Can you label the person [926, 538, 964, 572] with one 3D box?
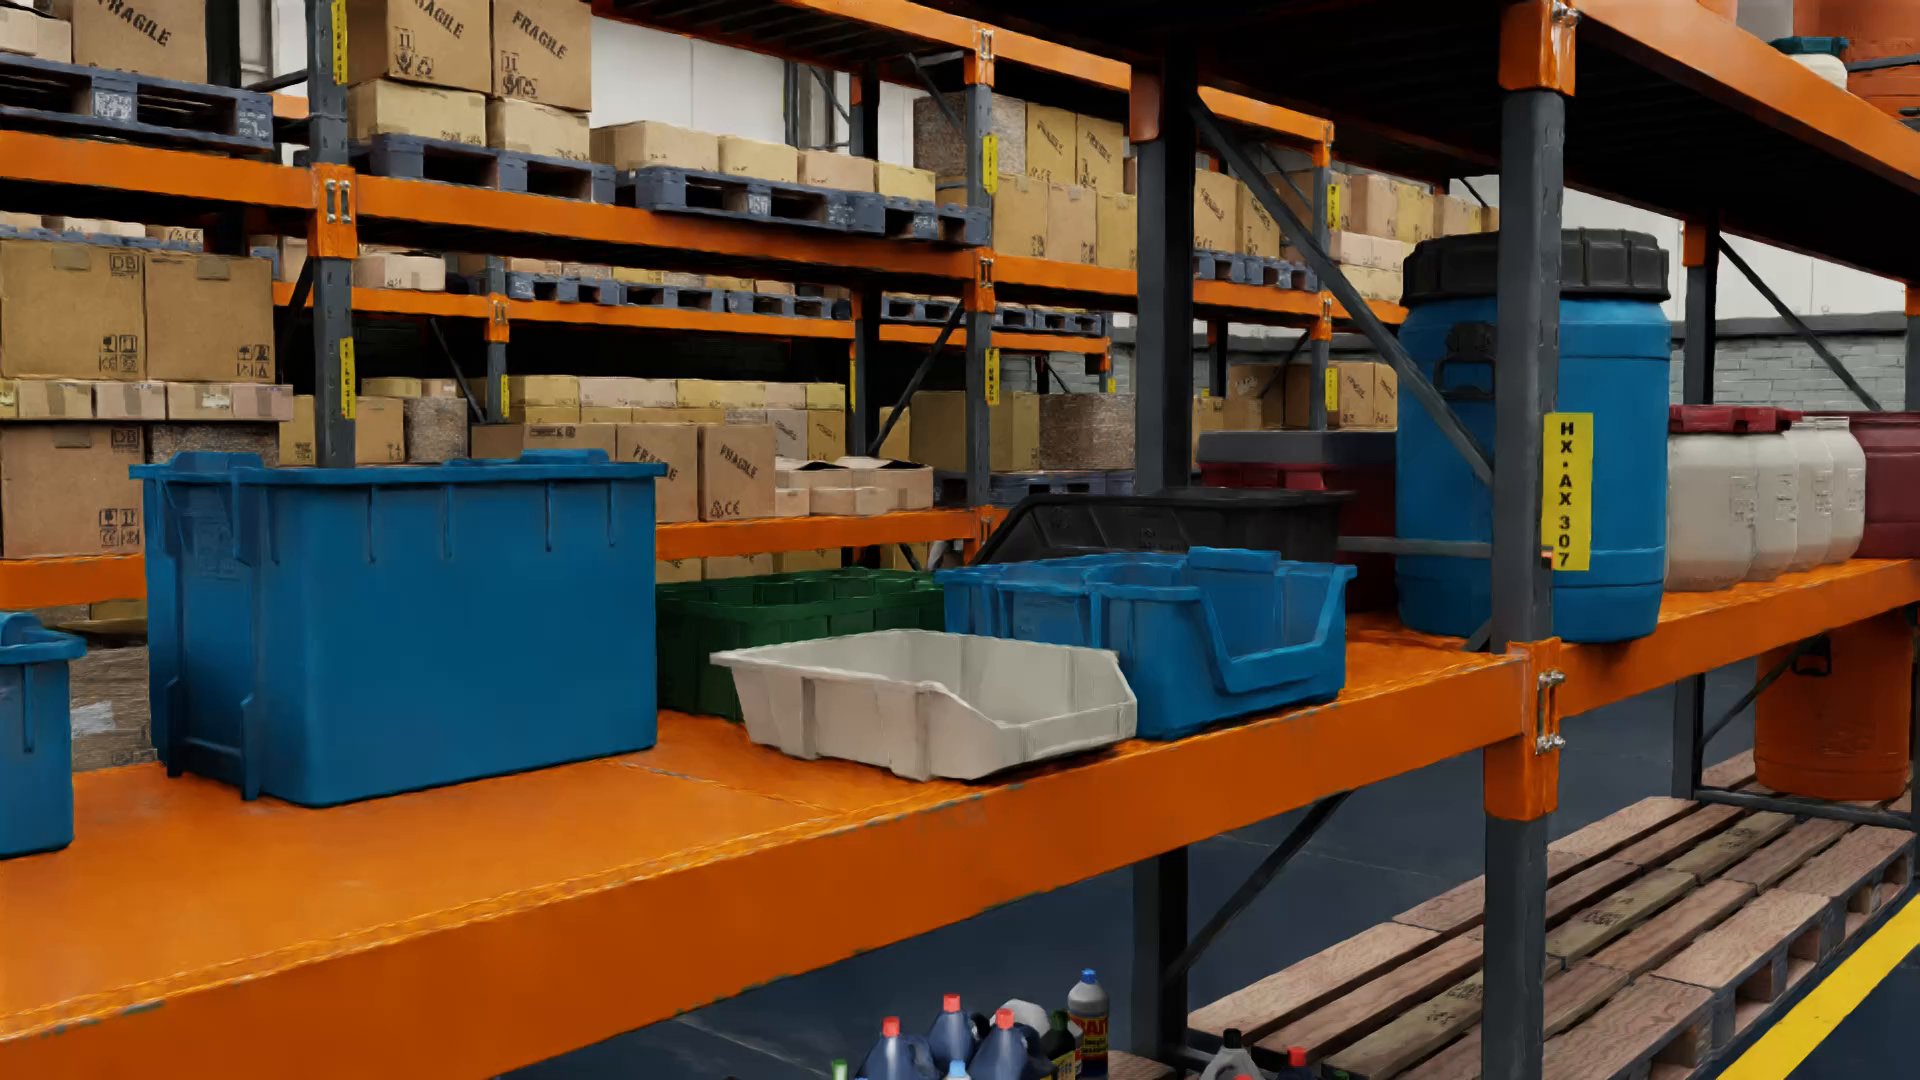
[{"bbox_3d":[-0.063,-0.006,15.038,0.600,1.571,0.434,3,5,37],"label":"person"}]
